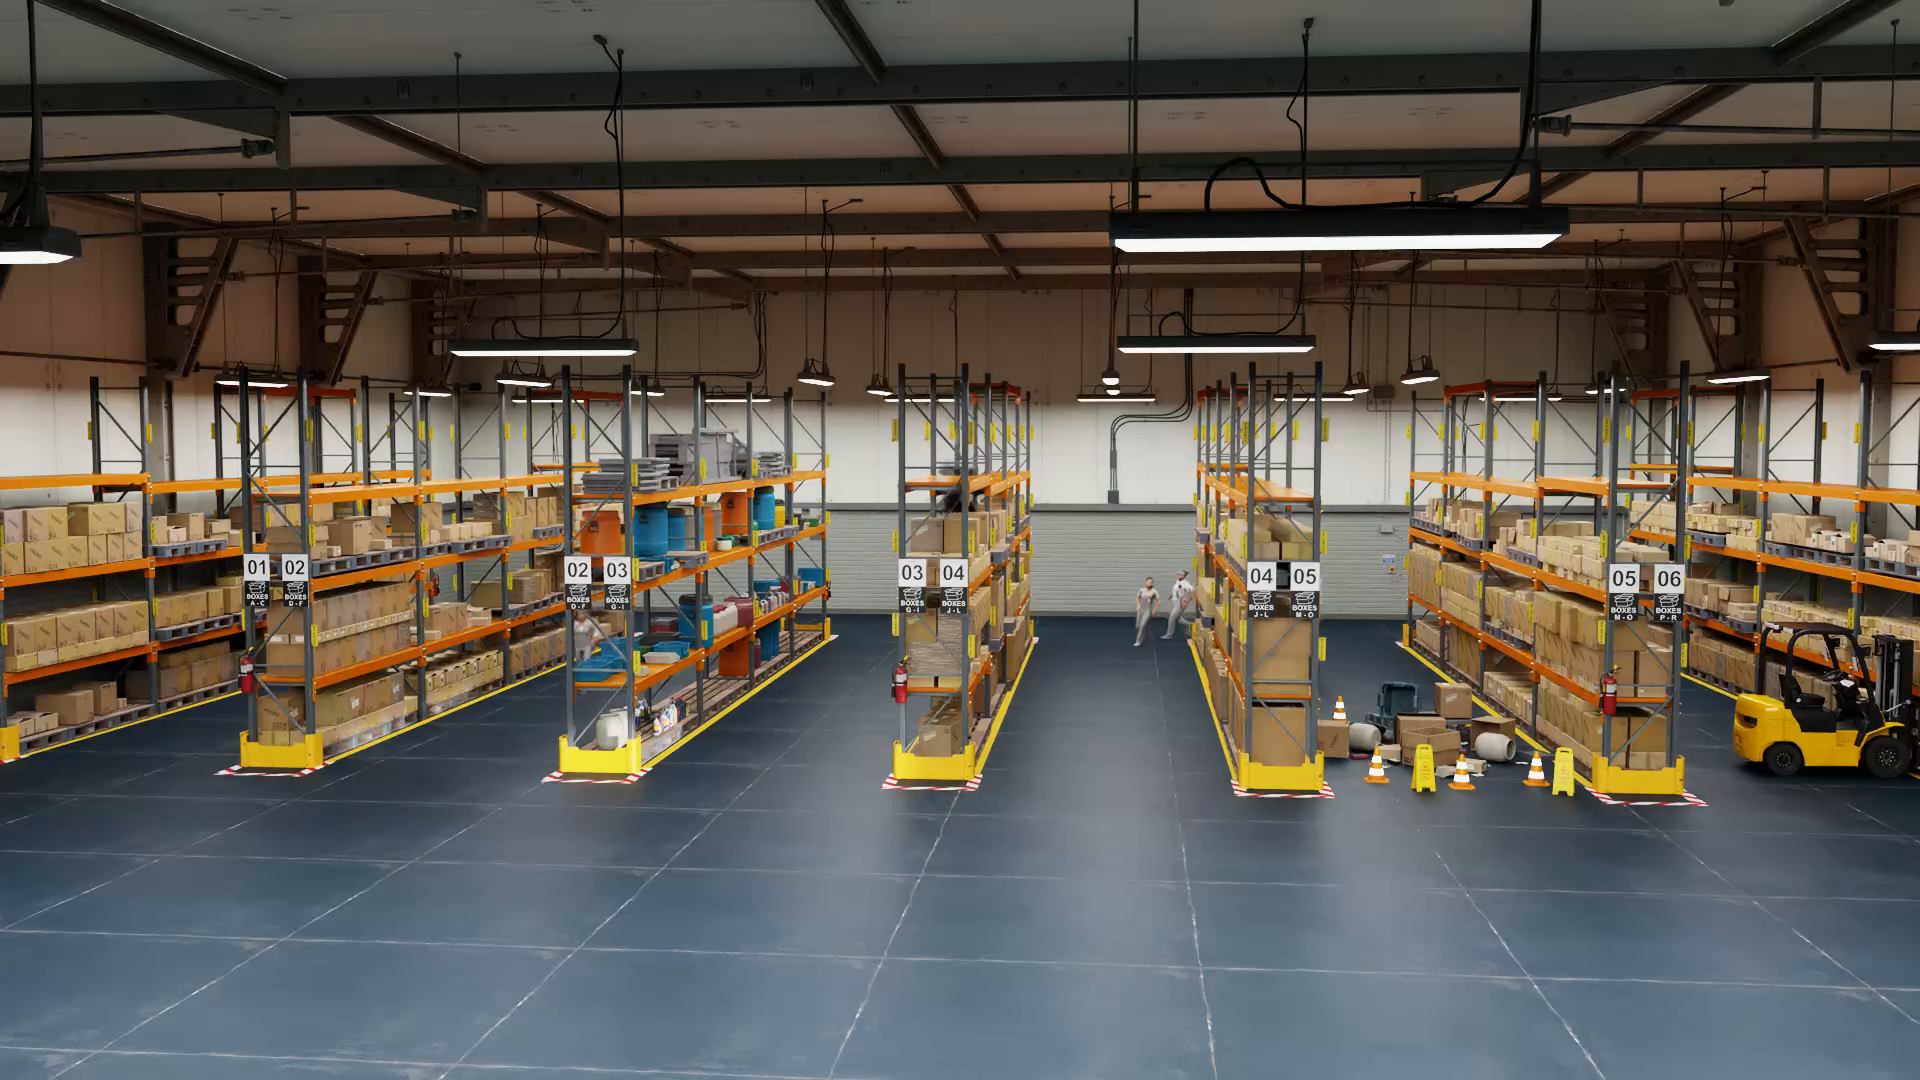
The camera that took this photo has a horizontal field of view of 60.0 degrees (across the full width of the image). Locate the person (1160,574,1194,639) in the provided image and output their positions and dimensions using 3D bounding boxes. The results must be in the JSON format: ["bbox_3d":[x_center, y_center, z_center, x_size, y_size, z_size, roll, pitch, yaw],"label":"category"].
[{"bbox_3d":[5.334,1.572,40.249,0.937,1.672,0.721,-1,4,-17],"label":"person"}]

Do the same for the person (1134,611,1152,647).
[{"bbox_3d":[4.320,2.005,39.212,0.437,0.967,0.662,1,4,19],"label":"person"}]

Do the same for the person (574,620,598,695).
[{"bbox_3d":[-7.310,2.250,32.200,0.553,1.370,0.885,0,4,-4],"label":"person"}]
